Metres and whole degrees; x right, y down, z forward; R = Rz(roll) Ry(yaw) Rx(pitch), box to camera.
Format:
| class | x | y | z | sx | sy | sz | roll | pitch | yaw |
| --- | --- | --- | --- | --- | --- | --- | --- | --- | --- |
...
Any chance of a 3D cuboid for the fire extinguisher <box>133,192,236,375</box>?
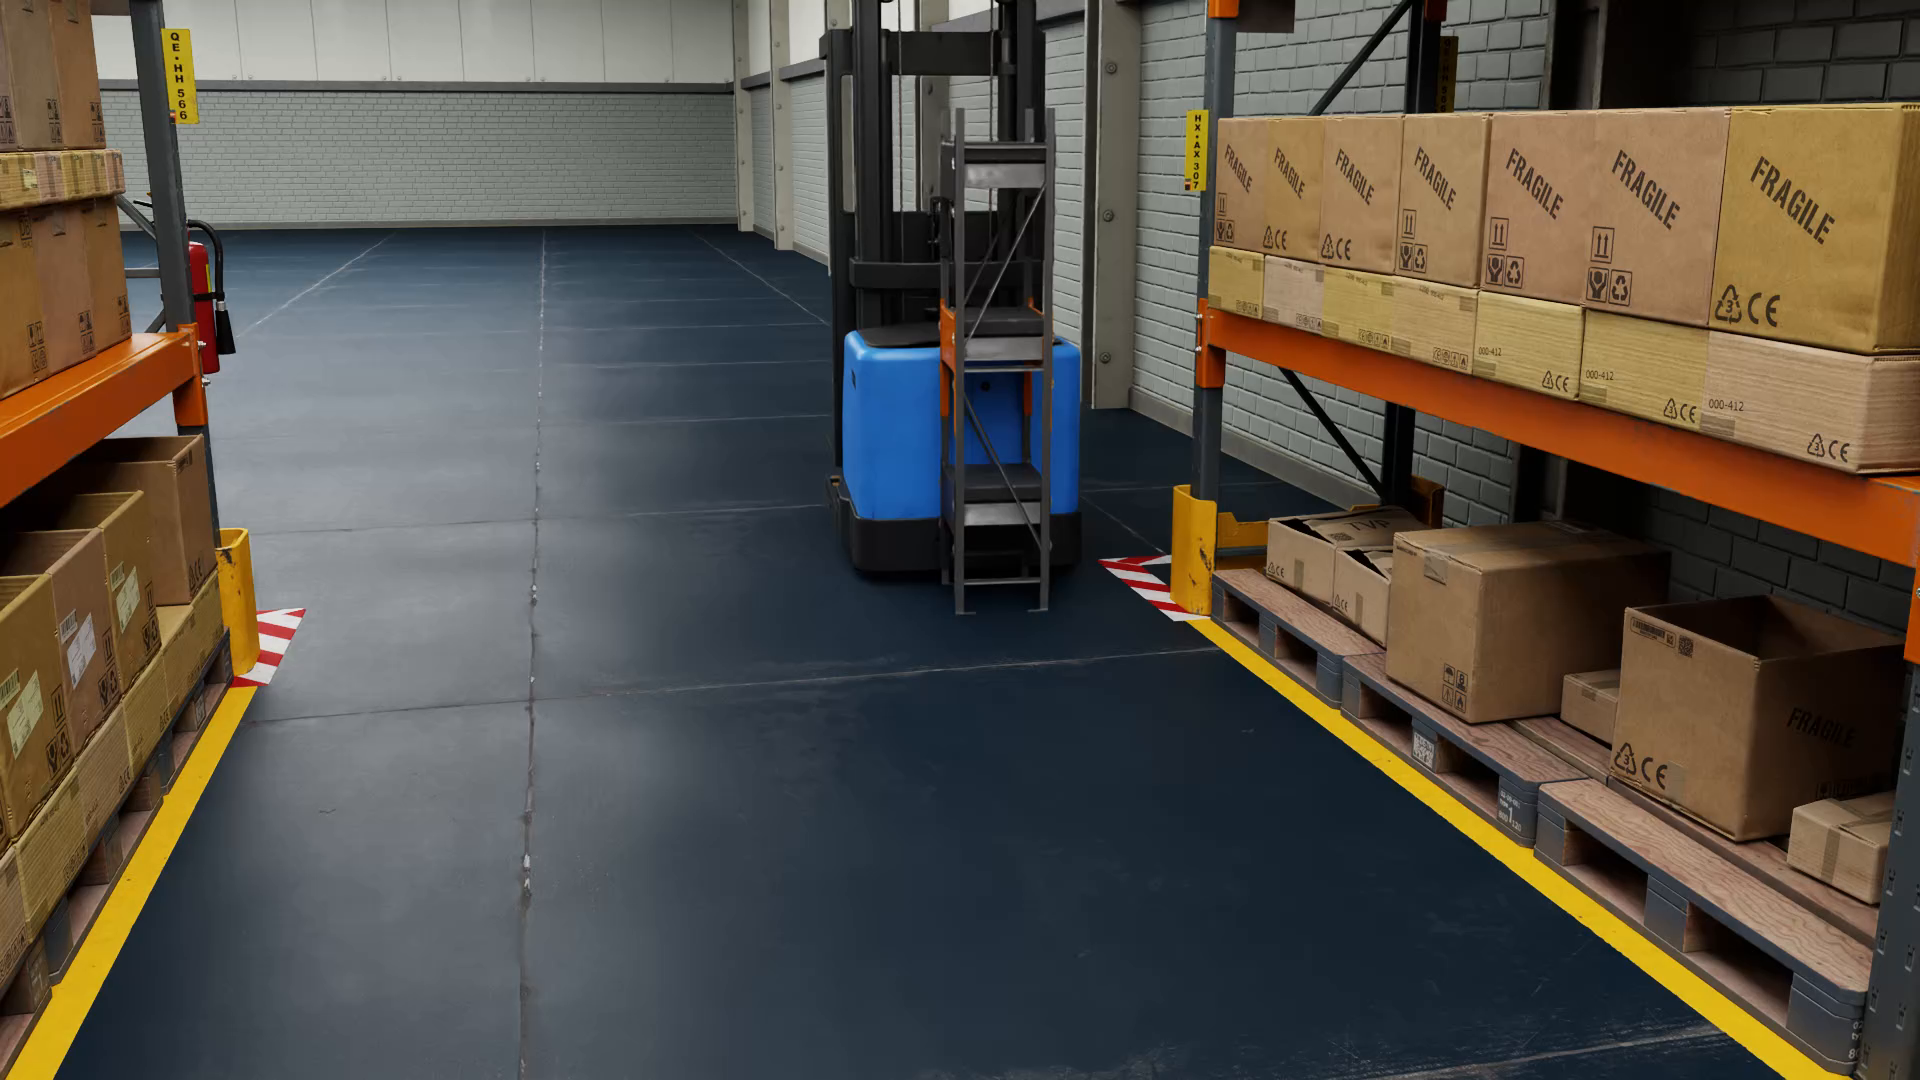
| class | x | y | z | sx | sy | sz | roll | pitch | yaw |
| --- | --- | --- | --- | --- | --- | --- | --- | --- | --- |
| fire extinguisher | -2.882 | -0.959 | 6.194 | 0.296 | 0.674 | 0.183 | -3 | 14 | -13 |

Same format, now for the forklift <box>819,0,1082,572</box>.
| class | x | y | z | sx | sy | sz | roll | pitch | yaw |
| --- | --- | --- | --- | --- | --- | --- | --- | --- | --- |
| forklift | -0.152 | -1.580 | 8.718 | 1.130 | 2.935 | 3.031 | -2 | 14 | -8 |

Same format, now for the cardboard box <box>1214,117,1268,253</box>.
| class | x | y | z | sx | sy | sz | roll | pitch | yaw |
| --- | --- | --- | --- | --- | --- | --- | --- | --- | --- |
| cardboard box | 1.328 | -1.394 | 6.508 | 0.500 | 0.500 | 0.500 | -3 | 14 | -13 |

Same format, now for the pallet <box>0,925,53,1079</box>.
| class | x | y | z | sx | sy | sz | roll | pitch | yaw |
| --- | --- | --- | --- | --- | --- | --- | --- | --- | --- |
| pallet | -2.513 | 1.148 | 3.282 | 1.003 | 0.211 | 1.213 | -3 | 14 | -13 |

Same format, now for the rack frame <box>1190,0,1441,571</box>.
| class | x | y | z | sx | sy | sz | roll | pitch | yaw |
| --- | --- | --- | --- | --- | --- | --- | --- | --- | --- |
| rack frame | 1.508 | -1.220 | 7.101 | 1.000 | 3.000 | 0.127 | -3 | 14 | -13 |

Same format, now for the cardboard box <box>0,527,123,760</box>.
| class | x | y | z | sx | sy | sz | roll | pitch | yaw |
| --- | --- | --- | --- | --- | --- | --- | --- | --- | --- |
| cardboard box | -2.526 | 0.277 | 4.303 | 0.500 | 0.500 | 0.500 | -3 | 14 | -13 |

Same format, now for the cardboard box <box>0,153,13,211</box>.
| class | x | y | z | sx | sy | sz | roll | pitch | yaw |
| --- | --- | --- | --- | --- | --- | --- | --- | --- | --- |
| cardboard box | -2.726 | -0.931 | 4.339 | 0.380 | 0.149 | 0.250 | -3 | 14 | -12 |

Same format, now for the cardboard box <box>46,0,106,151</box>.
| class | x | y | z | sx | sy | sz | roll | pitch | yaw |
| --- | --- | --- | --- | --- | --- | --- | --- | --- | --- |
| cardboard box | -3.196 | -1.501 | 5.308 | 0.700 | 0.500 | 0.500 | -3 | 14 | -13 |

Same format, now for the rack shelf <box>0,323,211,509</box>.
| class | x | y | z | sx | sy | sz | roll | pitch | yaw |
| --- | --- | --- | --- | --- | --- | --- | --- | --- | --- |
| rack shelf | -2.836 | -0.132 | 4.164 | 1.077 | 0.370 | 4.000 | -3 | 14 | -13 |

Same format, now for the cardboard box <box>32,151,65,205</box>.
| class | x | y | z | sx | sy | sz | roll | pitch | yaw |
| --- | --- | --- | --- | --- | --- | --- | --- | --- | --- |
| cardboard box | -2.851 | -1.052 | 4.835 | 0.380 | 0.149 | 0.250 | -3 | 14 | -12 |

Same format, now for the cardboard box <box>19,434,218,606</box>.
| class | x | y | z | sx | sy | sz | roll | pitch | yaw |
| --- | --- | --- | --- | --- | --- | --- | --- | --- | --- |
| cardboard box | -2.891 | -0.069 | 5.716 | 0.500 | 0.500 | 0.500 | -3 | 14 | -13 |

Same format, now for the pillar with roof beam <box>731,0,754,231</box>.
| class | x | y | z | sx | sy | sz | roll | pitch | yaw |
| --- | --- | --- | --- | --- | --- | --- | --- | --- | --- |
| pillar with roof beam | -8.717 | -10.702 | 33.271 | 9.100 | 9.000 | 0.400 | -3 | 14 | -13 |

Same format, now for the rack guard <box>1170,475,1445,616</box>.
| class | x | y | z | sx | sy | sz | roll | pitch | yaw |
| --- | --- | --- | --- | --- | --- | --- | --- | --- | --- |
| rack guard | 1.526 | 0.012 | 7.326 | 1.175 | 0.500 | 0.348 | -3 | 14 | -13 |

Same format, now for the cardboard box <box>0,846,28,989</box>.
| class | x | y | z | sx | sy | sz | roll | pitch | yaw |
| --- | --- | --- | --- | --- | --- | --- | --- | --- | --- |
| cardboard box | -2.293 | 0.872 | 3.447 | 0.500 | 0.250 | 0.500 | -3 | 14 | -13 |

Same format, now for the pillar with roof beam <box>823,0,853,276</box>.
| class | x | y | z | sx | sy | sz | roll | pitch | yaw |
| --- | --- | --- | --- | --- | --- | --- | --- | --- | --- |
| pillar with roof beam | -5.899 | -7.934 | 21.940 | 9.100 | 9.000 | 0.400 | -3 | 14 | -13 |

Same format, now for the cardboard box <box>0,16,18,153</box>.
| class | x | y | z | sx | sy | sz | roll | pitch | yaw |
| --- | --- | --- | --- | --- | --- | --- | --- | --- | --- |
| cardboard box | -2.949 | -1.264 | 4.337 | 0.700 | 0.500 | 0.500 | -3 | 14 | -13 |

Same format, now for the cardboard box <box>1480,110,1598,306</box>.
| class | x | y | z | sx | sy | sz | roll | pitch | yaw |
| --- | --- | --- | --- | --- | --- | --- | --- | --- | --- |
| cardboard box | 1.805 | -0.922 | 4.574 | 0.500 | 0.500 | 0.500 | -4 | 14 | -15 |

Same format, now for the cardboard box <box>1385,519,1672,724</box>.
| class | x | y | z | sx | sy | sz | roll | pitch | yaw |
| --- | --- | --- | --- | --- | --- | --- | --- | --- | --- |
| cardboard box | 1.841 | 0.249 | 5.429 | 0.700 | 0.500 | 0.500 | -4 | 14 | -17 |

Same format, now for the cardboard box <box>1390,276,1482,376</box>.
| class | x | y | z | sx | sy | sz | roll | pitch | yaw |
| --- | --- | --- | --- | --- | --- | --- | --- | --- | --- |
| cardboard box | 1.680 | -0.673 | 5.136 | 0.500 | 0.250 | 0.500 | -3 | 14 | -13 |

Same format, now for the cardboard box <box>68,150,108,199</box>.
| class | x | y | z | sx | sy | sz | roll | pitch | yaw |
| --- | --- | --- | --- | --- | --- | --- | --- | --- | --- |
| cardboard box | -2.968 | -1.169 | 5.314 | 0.380 | 0.149 | 0.250 | -3 | 14 | -12 |

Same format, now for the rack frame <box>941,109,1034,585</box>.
| class | x | y | z | sx | sy | sz | roll | pitch | yaw |
| --- | --- | --- | --- | --- | --- | --- | --- | --- | --- |
| rack frame | 0.116 | -0.820 | 7.344 | 0.400 | 2.100 | 0.015 | -2 | 14 | -7 |

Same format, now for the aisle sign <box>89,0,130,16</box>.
| class | x | y | z | sx | sy | sz | roll | pitch | yaw |
| --- | --- | --- | --- | --- | --- | --- | --- | --- | --- |
| aisle sign | -3.036 | -2.238 | 5.788 | 0.394 | 0.787 | 0.004 | -3 | 14 | -13 |

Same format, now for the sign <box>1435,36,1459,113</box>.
| class | x | y | z | sx | sy | sz | roll | pitch | yaw |
| --- | --- | --- | --- | --- | --- | --- | --- | --- | --- |
| sign | 2.052 | -1.962 | 7.034 | 0.100 | 0.325 | 0.005 | -3 | 14 | -13 |

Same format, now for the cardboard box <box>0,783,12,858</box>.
| class | x | y | z | sx | sy | sz | roll | pitch | yaw |
| --- | --- | --- | --- | --- | --- | --- | --- | --- | --- |
| cardboard box | -2.296 | 0.508 | 3.357 | 0.500 | 0.500 | 0.500 | -3 | 14 | -13 |

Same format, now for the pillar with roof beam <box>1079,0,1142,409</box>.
| class | x | y | z | sx | sy | sz | roll | pitch | yaw |
| --- | --- | --- | --- | --- | --- | --- | --- | --- | --- |
| pillar with roof beam | -3.080 | -5.165 | 10.609 | 9.100 | 9.000 | 0.400 | -3 | 14 | -13 |

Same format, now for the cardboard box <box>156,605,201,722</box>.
| class | x | y | z | sx | sy | sz | roll | pitch | yaw |
| --- | --- | --- | --- | --- | --- | --- | --- | --- | --- |
| cardboard box | -2.764 | 0.410 | 5.335 | 0.500 | 0.250 | 0.500 | -3 | 14 | -13 |

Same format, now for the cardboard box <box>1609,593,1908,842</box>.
| class | x | y | z | sx | sy | sz | roll | pitch | yaw |
| --- | --- | --- | --- | --- | --- | --- | --- | --- | --- |
| cardboard box | 2.165 | 0.466 | 4.539 | 0.500 | 0.500 | 0.500 | -4 | 14 | -17 |

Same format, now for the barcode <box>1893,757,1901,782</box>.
| class | x | y | z | sx | sy | sz | roll | pitch | yaw |
| --- | --- | --- | --- | --- | --- | --- | --- | --- | --- |
| barcode | 2.540 | 0.626 | 4.473 | 0.001 | 0.075 | 0.075 | -3 | 14 | -13 |

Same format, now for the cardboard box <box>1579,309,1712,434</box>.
| class | x | y | z | sx | sy | sz | roll | pitch | yaw |
| --- | --- | --- | --- | --- | --- | --- | --- | --- | --- |
| cardboard box | 1.933 | -0.442 | 4.190 | 0.500 | 0.250 | 0.500 | -3 | 14 | -13 |

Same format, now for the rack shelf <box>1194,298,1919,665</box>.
| class | x | y | z | sx | sy | sz | roll | pitch | yaw |
| --- | --- | --- | --- | --- | --- | --- | --- | --- | --- |
| rack shelf | 1.978 | -0.409 | 5.298 | 1.077 | 0.370 | 4.000 | -3 | 14 | -13 |

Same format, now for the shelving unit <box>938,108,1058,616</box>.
| class | x | y | z | sx | sy | sz | roll | pitch | yaw |
| --- | --- | --- | --- | --- | --- | --- | --- | --- | --- |
| shelving unit | 0.149 | -0.761 | 7.109 | 0.431 | 2.100 | 0.503 | -2 | 14 | -7 |

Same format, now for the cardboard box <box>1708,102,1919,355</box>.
| class | x | y | z | sx | sy | sz | roll | pitch | yaw |
| --- | --- | --- | --- | --- | --- | --- | --- | --- | --- |
| cardboard box | 2.036 | -0.690 | 3.626 | 0.500 | 0.500 | 0.500 | -3 | 14 | -13 |

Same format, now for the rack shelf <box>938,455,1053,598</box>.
| class | x | y | z | sx | sy | sz | roll | pitch | yaw |
| --- | --- | --- | --- | --- | --- | --- | --- | --- | --- |
| rack shelf | 0.148 | -0.069 | 7.284 | 0.431 | 0.518 | 0.480 | -2 | 14 | -7 |

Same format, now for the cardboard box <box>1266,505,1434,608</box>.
| class | x | y | z | sx | sy | sz | roll | pitch | yaw |
| --- | --- | --- | --- | --- | --- | --- | --- | --- | --- |
| cardboard box | 1.583 | 0.037 | 6.694 | 0.500 | 0.311 | 0.500 | -5 | 15 | -20 |

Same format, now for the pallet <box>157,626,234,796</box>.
| class | x | y | z | sx | sy | sz | roll | pitch | yaw |
| --- | --- | --- | --- | --- | --- | --- | --- | --- | --- |
| pallet | -3.086 | 0.585 | 5.586 | 1.003 | 0.211 | 1.213 | -3 | 14 | -13 |

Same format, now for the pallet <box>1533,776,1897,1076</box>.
| class | x | y | z | sx | sy | sz | roll | pitch | yaw |
| --- | --- | --- | --- | --- | --- | --- | --- | --- | --- |
| pallet | 2.255 | 0.904 | 4.281 | 1.003 | 0.211 | 1.213 | -3 | 14 | -13 |

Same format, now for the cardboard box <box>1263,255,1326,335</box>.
| class | x | y | z | sx | sy | sz | roll | pitch | yaw |
| --- | --- | --- | --- | --- | --- | --- | --- | --- | --- |
| cardboard box | 1.450 | -0.908 | 6.096 | 0.500 | 0.250 | 0.500 | -4 | 14 | -15 |

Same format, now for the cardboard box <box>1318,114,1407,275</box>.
| class | x | y | z | sx | sy | sz | roll | pitch | yaw |
| --- | --- | --- | --- | --- | --- | --- | --- | --- | --- |
| cardboard box | 1.550 | -1.160 | 5.550 | 0.500 | 0.500 | 0.500 | -4 | 14 | -15 |

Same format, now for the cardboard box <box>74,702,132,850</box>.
| class | x | y | z | sx | sy | sz | roll | pitch | yaw |
| --- | --- | --- | --- | --- | --- | --- | --- | --- | --- |
| cardboard box | -2.529 | 0.641 | 4.391 | 0.500 | 0.250 | 0.500 | -3 | 14 | -13 |

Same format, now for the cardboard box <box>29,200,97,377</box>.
| class | x | y | z | sx | sy | sz | roll | pitch | yaw |
| --- | --- | --- | --- | --- | --- | --- | --- | --- | --- |
| cardboard box | -3.081 | -0.762 | 5.017 | 0.700 | 0.500 | 0.500 | -3 | 14 | -12 |
